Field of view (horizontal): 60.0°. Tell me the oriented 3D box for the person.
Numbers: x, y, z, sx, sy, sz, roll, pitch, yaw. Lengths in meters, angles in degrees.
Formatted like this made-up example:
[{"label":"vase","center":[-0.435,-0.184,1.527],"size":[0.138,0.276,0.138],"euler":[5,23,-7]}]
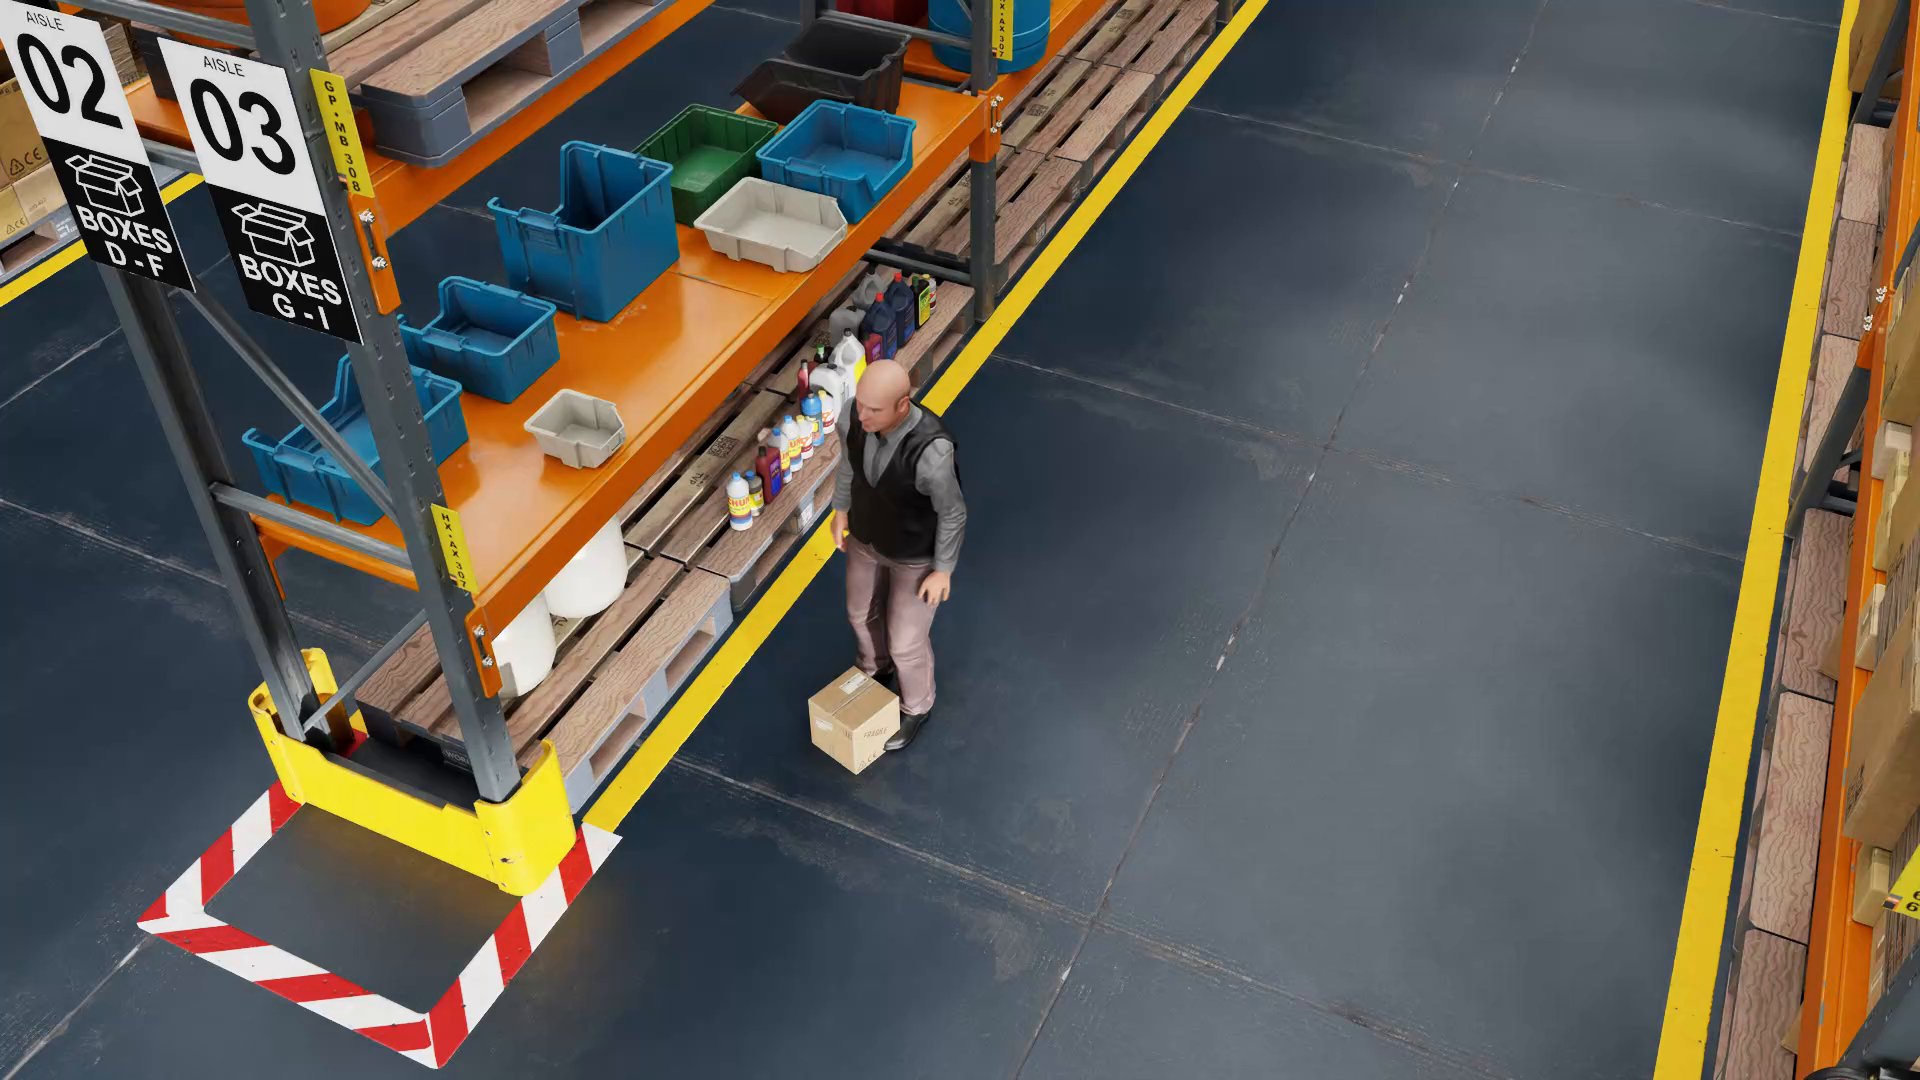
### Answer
[{"label":"person","center":[-0.242,0.024,6.151],"size":[0.582,1.720,0.473],"euler":[30,50,30]}]
